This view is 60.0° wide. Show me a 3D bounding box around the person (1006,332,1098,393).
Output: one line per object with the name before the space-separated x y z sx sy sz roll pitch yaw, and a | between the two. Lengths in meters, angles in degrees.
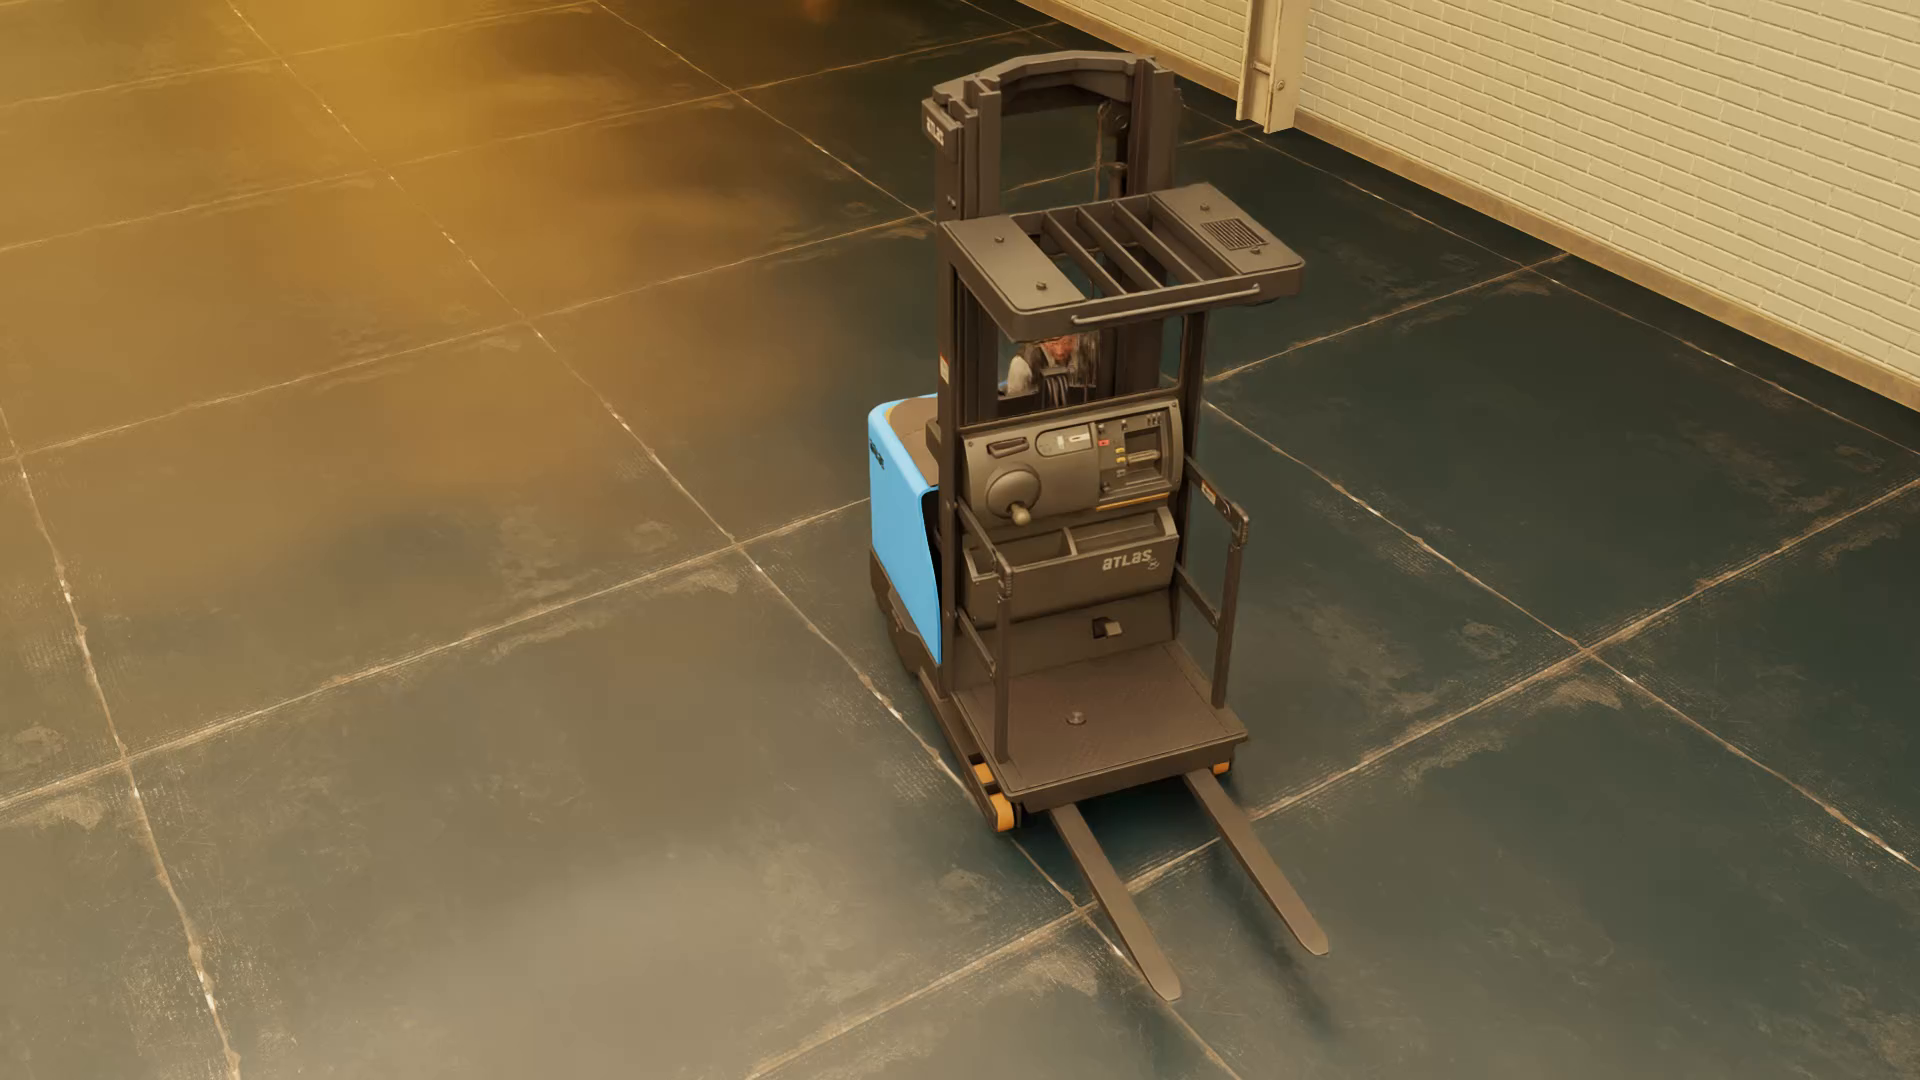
person | 0.520 -0.392 7.939 0.930 1.552 0.717 -2 35 -2

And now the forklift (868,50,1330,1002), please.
forklift | 0.538 -0.248 6.500 1.130 2.935 3.031 -12 37 -16
